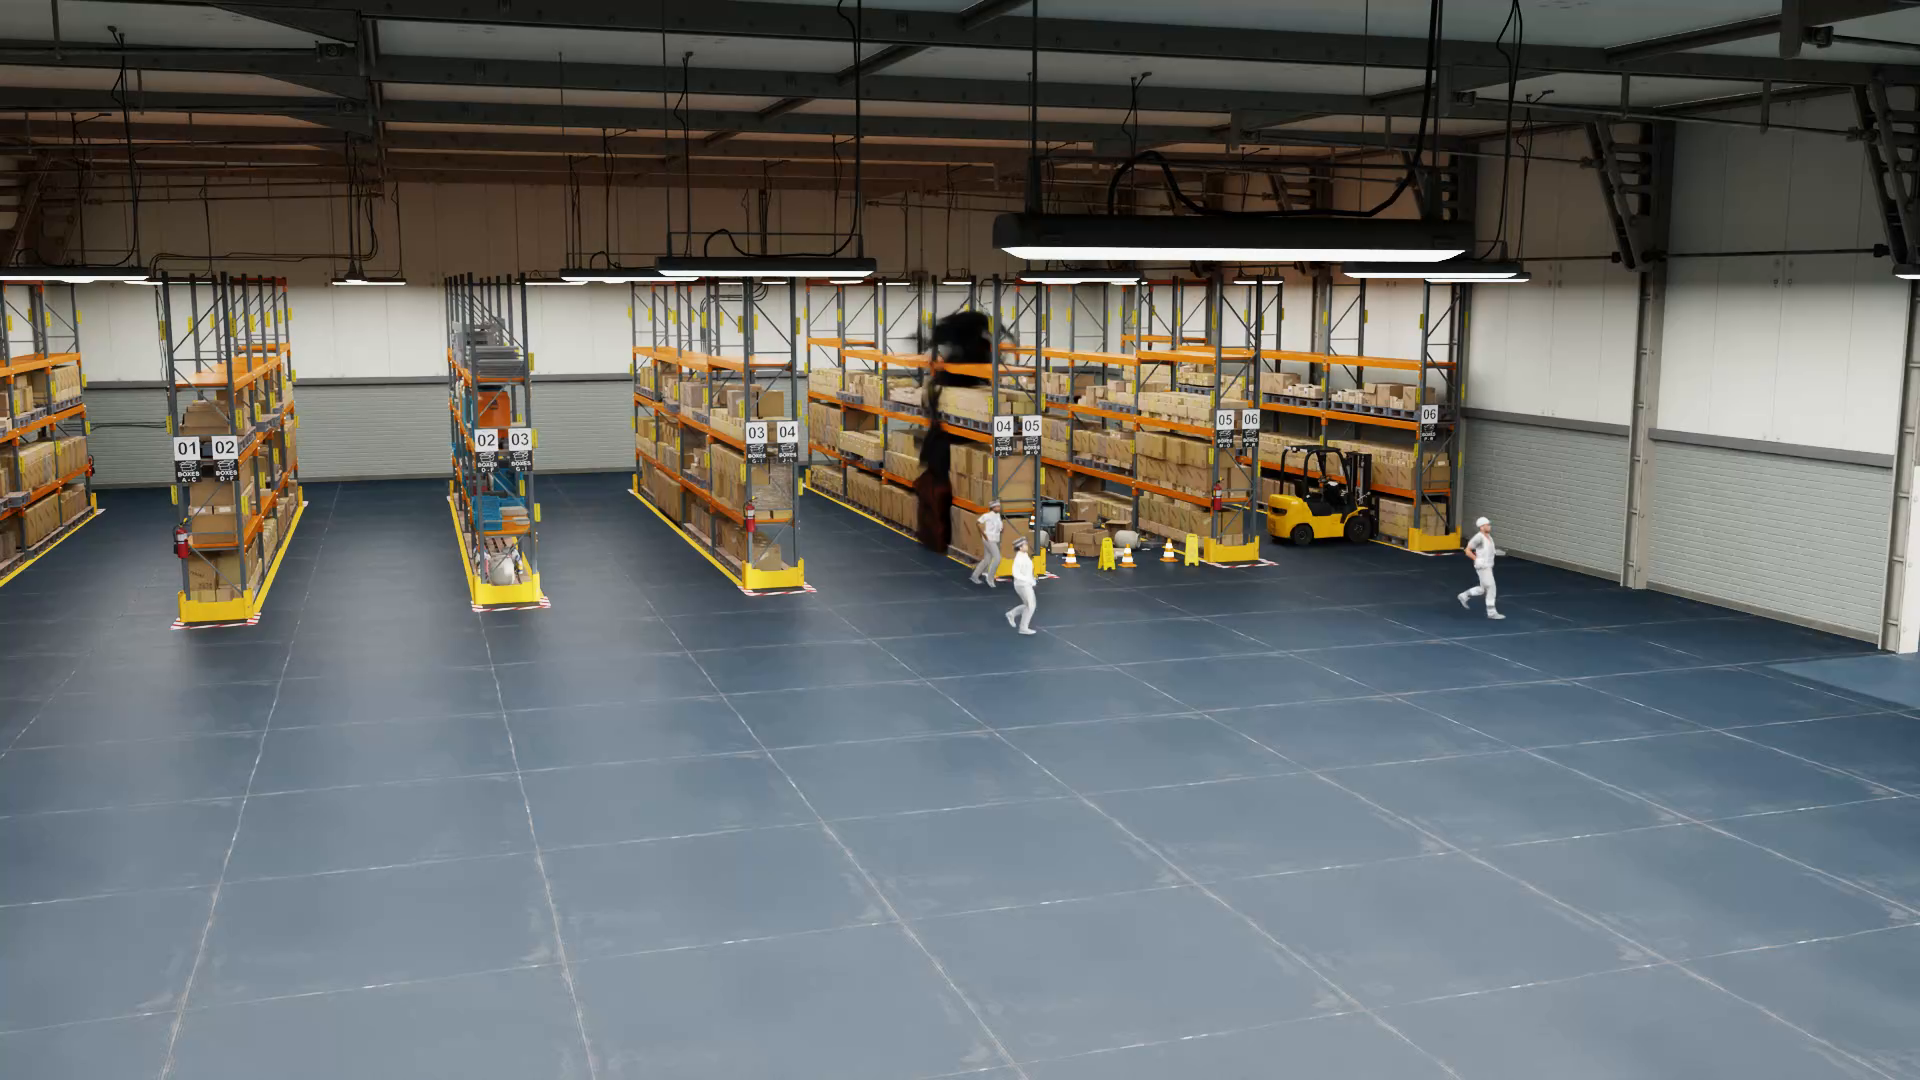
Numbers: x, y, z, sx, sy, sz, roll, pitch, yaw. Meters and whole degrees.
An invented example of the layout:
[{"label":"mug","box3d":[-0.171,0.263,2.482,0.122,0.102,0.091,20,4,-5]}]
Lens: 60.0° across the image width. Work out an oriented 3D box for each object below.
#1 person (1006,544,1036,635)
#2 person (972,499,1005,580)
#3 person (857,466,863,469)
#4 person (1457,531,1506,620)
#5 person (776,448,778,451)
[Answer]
[{"label":"person","box3d":[1.013,0.777,27.682,0.512,1.586,0.613,2,9,14]},{"label":"person","box3d":[0.579,-0.021,32.254,0.660,1.558,0.550,4,9,24]},{"label":"person","box3d":[-2.985,-2.596,49.510,0.611,1.711,0.582,6,10,35]},{"label":"person","box3d":[9.127,0.602,29.067,0.914,1.519,0.636,7,11,37]},{"label":"person","box3d":[-5.293,-2.658,48.694,0.588,1.502,0.718,-8,12,-42]}]
